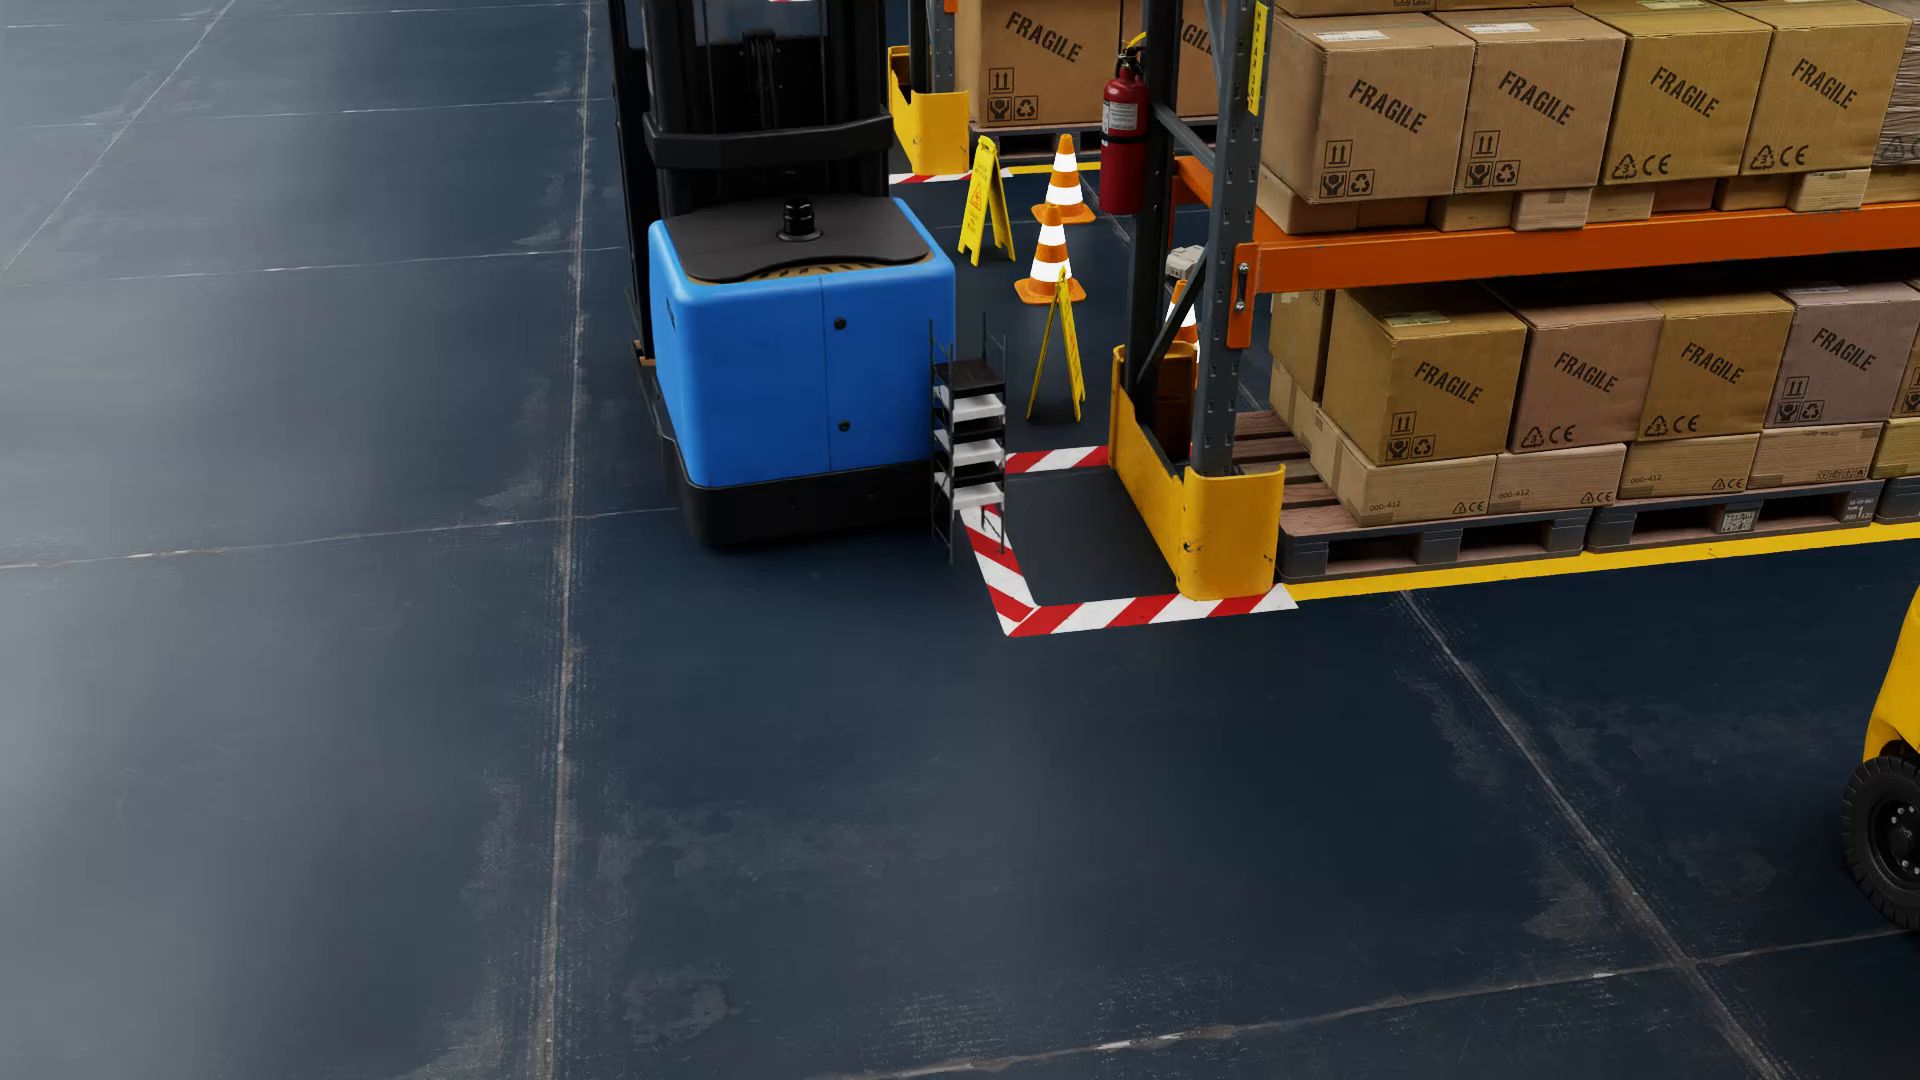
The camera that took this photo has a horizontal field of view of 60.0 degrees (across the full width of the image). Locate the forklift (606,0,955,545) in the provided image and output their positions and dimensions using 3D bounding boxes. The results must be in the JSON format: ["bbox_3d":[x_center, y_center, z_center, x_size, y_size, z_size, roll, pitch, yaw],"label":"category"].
[{"bbox_3d":[-0.903,-1.979,6.865,1.130,2.935,3.031,-8,31,-14],"label":"forklift"}]

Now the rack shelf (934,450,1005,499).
[{"bbox_3d":[0.028,-0.260,6.190,0.200,0.077,0.258,-10,32,-17],"label":"rack shelf"}]

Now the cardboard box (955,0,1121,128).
[{"bbox_3d":[0.471,-3.185,10.531,0.875,0.875,0.875,-5,31,-9],"label":"cardboard box"}]

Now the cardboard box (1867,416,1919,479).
[{"bbox_3d":[3.687,-0.486,6.557,0.500,0.250,0.500,-6,31,-10],"label":"cardboard box"}]

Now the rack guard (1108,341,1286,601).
[{"bbox_3d":[0.882,-0.296,6.401,0.348,0.500,1.175,-5,31,-9],"label":"rack guard"}]

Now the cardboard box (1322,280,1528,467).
[{"bbox_3d":[1.674,-0.624,6.051,0.500,0.500,0.500,-6,31,-11],"label":"cardboard box"}]

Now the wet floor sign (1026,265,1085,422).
[{"bbox_3d":[0.428,-0.868,7.231,0.232,0.644,0.267,5,31,8],"label":"wet floor sign"}]

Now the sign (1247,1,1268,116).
[{"bbox_3d":[0.905,-1.469,5.076,0.005,0.325,0.100,-5,31,-9],"label":"sign"}]

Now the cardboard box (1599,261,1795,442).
[{"bbox_3d":[2.682,-0.715,6.207,0.500,0.500,0.500,-5,31,-8],"label":"cardboard box"}]

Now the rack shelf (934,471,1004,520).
[{"bbox_3d":[0.028,-0.183,6.235,0.200,0.077,0.258,-10,32,-17],"label":"rack shelf"}]

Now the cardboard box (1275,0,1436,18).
[{"bbox_3d":[1.270,-2.124,5.666,0.500,0.500,0.700,-6,31,-10],"label":"cardboard box"}]

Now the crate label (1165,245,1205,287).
[{"bbox_3d":[1.226,-1.440,8.705,0.298,0.136,0.250,-23,38,-34],"label":"crate label"}]

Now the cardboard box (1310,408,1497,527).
[{"bbox_3d":[1.650,-0.298,6.237,0.500,0.250,0.500,-6,31,-9],"label":"cardboard box"}]

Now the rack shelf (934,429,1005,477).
[{"bbox_3d":[0.028,-0.338,6.144,0.200,0.077,0.258,-10,32,-17],"label":"rack shelf"}]

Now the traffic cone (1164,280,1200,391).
[{"bbox_3d":[0.998,-0.955,7.560,0.334,0.463,0.336,-5,31,-9],"label":"traffic cone"}]

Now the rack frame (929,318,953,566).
[{"bbox_3d":[-0.068,-0.349,6.098,0.006,0.900,0.240,-10,32,-17],"label":"rack frame"}]

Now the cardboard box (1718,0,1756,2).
[{"bbox_3d":[2.768,-2.241,5.865,0.500,0.500,0.700,-5,31,-9],"label":"cardboard box"}]

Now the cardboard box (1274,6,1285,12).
[{"bbox_3d":[1.291,-1.725,5.973,0.500,0.500,0.500,-6,31,-10],"label":"cardboard box"}]

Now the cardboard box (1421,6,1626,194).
[{"bbox_3d":[1.832,-1.491,5.577,0.500,0.500,0.500,-4,31,-7],"label":"cardboard box"}]

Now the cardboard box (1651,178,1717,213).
[{"bbox_3d":[2.455,-1.294,5.882,0.250,0.149,0.380,-4,31,-7],"label":"cardboard box"}]

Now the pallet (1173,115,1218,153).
[{"bbox_3d":[1.786,-2.845,11.021,1.213,0.211,1.003,-5,31,-9],"label":"pallet"}]

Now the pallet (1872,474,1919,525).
[{"bbox_3d":[4.087,-0.451,6.950,1.213,0.211,1.003,-5,31,-9],"label":"pallet"}]

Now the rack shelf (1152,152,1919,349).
[{"bbox_3d":[2.774,-1.239,6.249,4.000,0.370,1.077,-5,31,-9],"label":"rack shelf"}]

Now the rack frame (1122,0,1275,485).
[{"bbox_3d":[0.807,-1.366,5.756,0.127,3.000,1.000,-5,31,-9],"label":"rack frame"}]

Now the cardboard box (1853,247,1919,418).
[{"bbox_3d":[3.708,-0.815,6.378,0.500,0.500,0.500,-5,31,-8],"label":"cardboard box"}]

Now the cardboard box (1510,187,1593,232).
[{"bbox_3d":[1.958,-1.200,5.721,0.250,0.149,0.380,-5,31,-8],"label":"cardboard box"}]

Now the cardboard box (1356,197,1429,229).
[{"bbox_3d":[1.424,-1.216,5.748,0.250,0.149,0.380,-5,31,-8],"label":"cardboard box"}]

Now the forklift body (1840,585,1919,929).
[{"bbox_3d":[3.242,0.391,3.604,1.214,2.155,2.313,-5,31,-9],"label":"forklift body"}]

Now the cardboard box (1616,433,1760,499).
[{"bbox_3d":[2.688,-0.397,6.406,0.500,0.250,0.500,-3,31,-6],"label":"cardboard box"}]

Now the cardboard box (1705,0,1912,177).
[{"bbox_3d":[2.832,-1.589,5.743,0.500,0.500,0.500,-6,31,-10],"label":"cardboard box"}]

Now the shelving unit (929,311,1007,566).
[{"bbox_3d":[0.028,-0.367,6.127,0.210,0.900,0.258,-10,32,-17],"label":"shelving unit"}]

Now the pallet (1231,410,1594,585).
[{"bbox_3d":[1.687,-0.228,6.571,1.213,0.211,1.003,-5,31,-9],"label":"pallet"}]

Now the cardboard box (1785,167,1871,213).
[{"bbox_3d":[2.978,-1.297,5.887,0.250,0.149,0.380,-5,31,-9],"label":"cardboard box"}]
